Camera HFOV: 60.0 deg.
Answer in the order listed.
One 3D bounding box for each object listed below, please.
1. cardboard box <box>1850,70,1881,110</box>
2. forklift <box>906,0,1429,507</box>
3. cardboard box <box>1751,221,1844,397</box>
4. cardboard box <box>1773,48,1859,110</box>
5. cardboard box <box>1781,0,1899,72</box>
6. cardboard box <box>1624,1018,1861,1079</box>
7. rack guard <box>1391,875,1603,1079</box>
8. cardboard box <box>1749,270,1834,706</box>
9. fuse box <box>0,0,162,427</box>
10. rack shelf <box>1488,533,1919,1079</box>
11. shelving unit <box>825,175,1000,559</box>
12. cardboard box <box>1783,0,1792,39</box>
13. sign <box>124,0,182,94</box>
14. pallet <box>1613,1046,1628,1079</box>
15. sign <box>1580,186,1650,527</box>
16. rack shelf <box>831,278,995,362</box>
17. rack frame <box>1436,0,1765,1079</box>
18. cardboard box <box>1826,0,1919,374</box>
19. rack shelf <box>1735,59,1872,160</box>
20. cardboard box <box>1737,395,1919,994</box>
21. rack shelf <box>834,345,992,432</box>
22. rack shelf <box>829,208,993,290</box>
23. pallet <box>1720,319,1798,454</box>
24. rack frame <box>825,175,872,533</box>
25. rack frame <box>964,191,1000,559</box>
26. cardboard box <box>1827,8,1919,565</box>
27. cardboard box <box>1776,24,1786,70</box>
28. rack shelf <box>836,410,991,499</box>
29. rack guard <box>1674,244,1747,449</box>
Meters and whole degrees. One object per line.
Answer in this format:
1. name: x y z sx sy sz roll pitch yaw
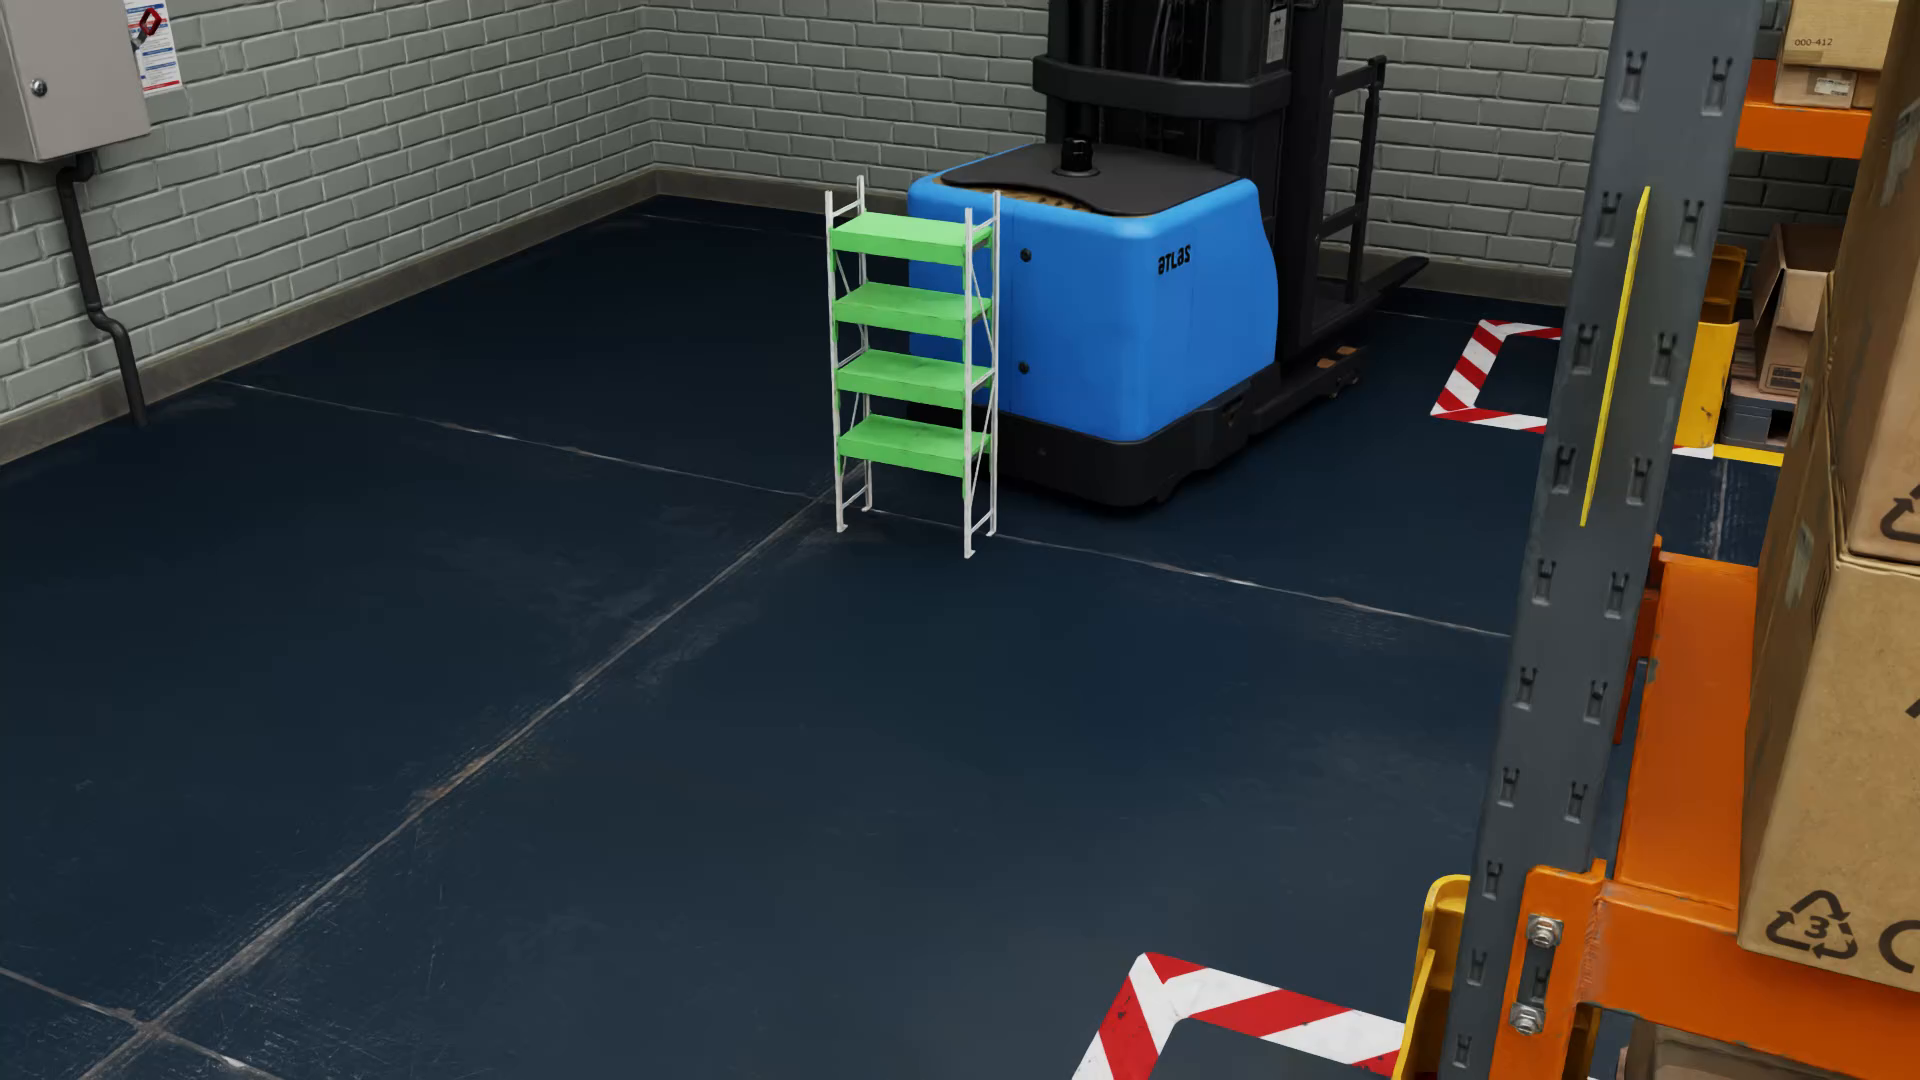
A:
1. cardboard box: 3.370 -1.662 6.013 0.250 0.149 0.380 12 29 23
2. forklift: 1.081 -2.022 6.538 1.130 2.935 3.031 18 32 33
3. cardboard box: 3.452 -0.891 6.515 0.637 0.503 0.797 10 28 20
4. cardboard box: 3.120 -1.689 6.070 0.250 0.149 0.380 11 28 21
5. cardboard box: 3.236 -1.847 5.939 0.500 0.250 0.500 12 28 22
6. cardboard box: 1.525 1.066 2.615 0.875 0.438 0.875 10 28 20
7. rack guard: 0.861 1.141 2.866 0.348 0.500 1.175 11 28 22
8. cardboard box: 1.431 -0.039 2.320 0.500 0.500 0.500 12 28 22
9. fuse box: -3.257 -1.238 6.326 0.414 1.711 0.539 11 28 22
10. rack shelf: 2.703 0.712 1.722 4.000 0.370 1.077 11 28 22
11. shelving unit: -0.151 -0.569 5.546 0.503 1.200 0.258 11 28 22
12. cardboard box: 3.463 -2.061 6.374 0.500 0.250 0.500 12 29 23
13. sign: -3.242 -2.009 6.543 0.001 0.494 0.329 11 28 22
14. pallet: 1.643 1.390 2.688 1.213 0.211 1.003 11 28 22
15. sign: 0.648 -0.178 1.646 0.005 0.325 0.100 11 28 22
16. rack shelf: -0.151 -0.727 5.469 0.480 0.148 0.258 11 28 22
17. rack frame: 0.884 0.023 2.308 0.053 2.616 0.949 11 28 22
18. cardboard box: 1.420 -0.477 2.078 0.500 0.500 0.500 12 29 23
19. rack shelf: 4.755 -1.284 5.777 4.000 0.370 1.077 11 28 22
20. cardboard box: 1.201 0.182 1.871 0.500 0.500 0.500 11 28 21
21. rack shelf: -0.151 -0.511 5.575 0.480 0.148 0.258 11 28 22
22. rack shelf: -0.151 -0.942 5.363 0.480 0.148 0.258 11 28 22
23. pallet: 3.729 -0.562 6.653 1.213 0.211 1.003 11 28 22
24. rack frame: -0.373 -0.613 5.637 0.015 1.200 0.240 11 28 22
25. rack frame: 0.071 -0.524 5.456 0.015 1.200 0.240 11 28 22
26. cardboard box: 1.202 -0.267 1.652 0.500 0.500 0.500 11 28 21
27. cardboard box: 3.347 -1.907 6.512 0.250 0.149 0.380 11 28 21
28. rack shelf: -0.151 -0.296 5.681 0.480 0.148 0.258 11 28 22
29. rack guard: 3.003 -0.837 6.884 0.348 0.500 1.175 11 28 22
